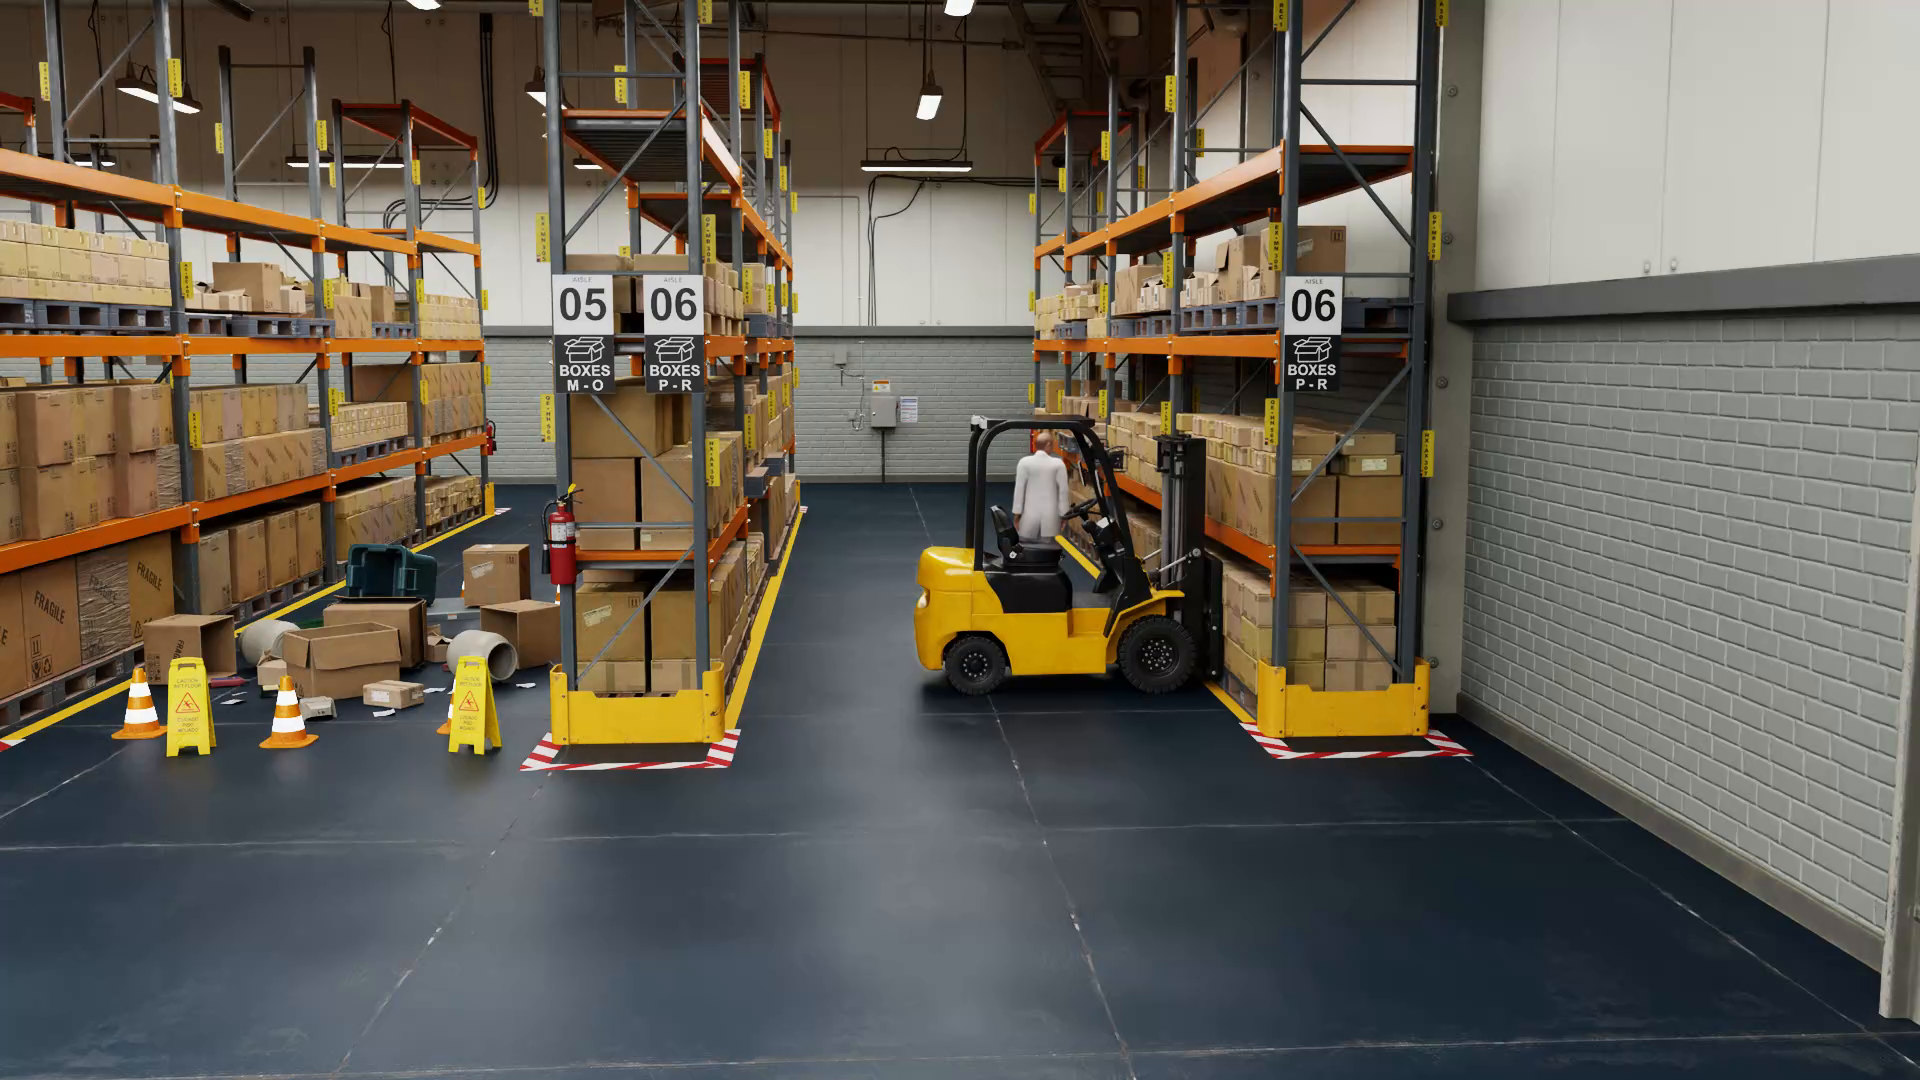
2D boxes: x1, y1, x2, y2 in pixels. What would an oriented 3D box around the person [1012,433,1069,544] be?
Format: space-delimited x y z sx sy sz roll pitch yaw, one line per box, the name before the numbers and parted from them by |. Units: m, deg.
person | 0.859 -0.261 17.865 0.616 1.779 0.484 0 7 -1
